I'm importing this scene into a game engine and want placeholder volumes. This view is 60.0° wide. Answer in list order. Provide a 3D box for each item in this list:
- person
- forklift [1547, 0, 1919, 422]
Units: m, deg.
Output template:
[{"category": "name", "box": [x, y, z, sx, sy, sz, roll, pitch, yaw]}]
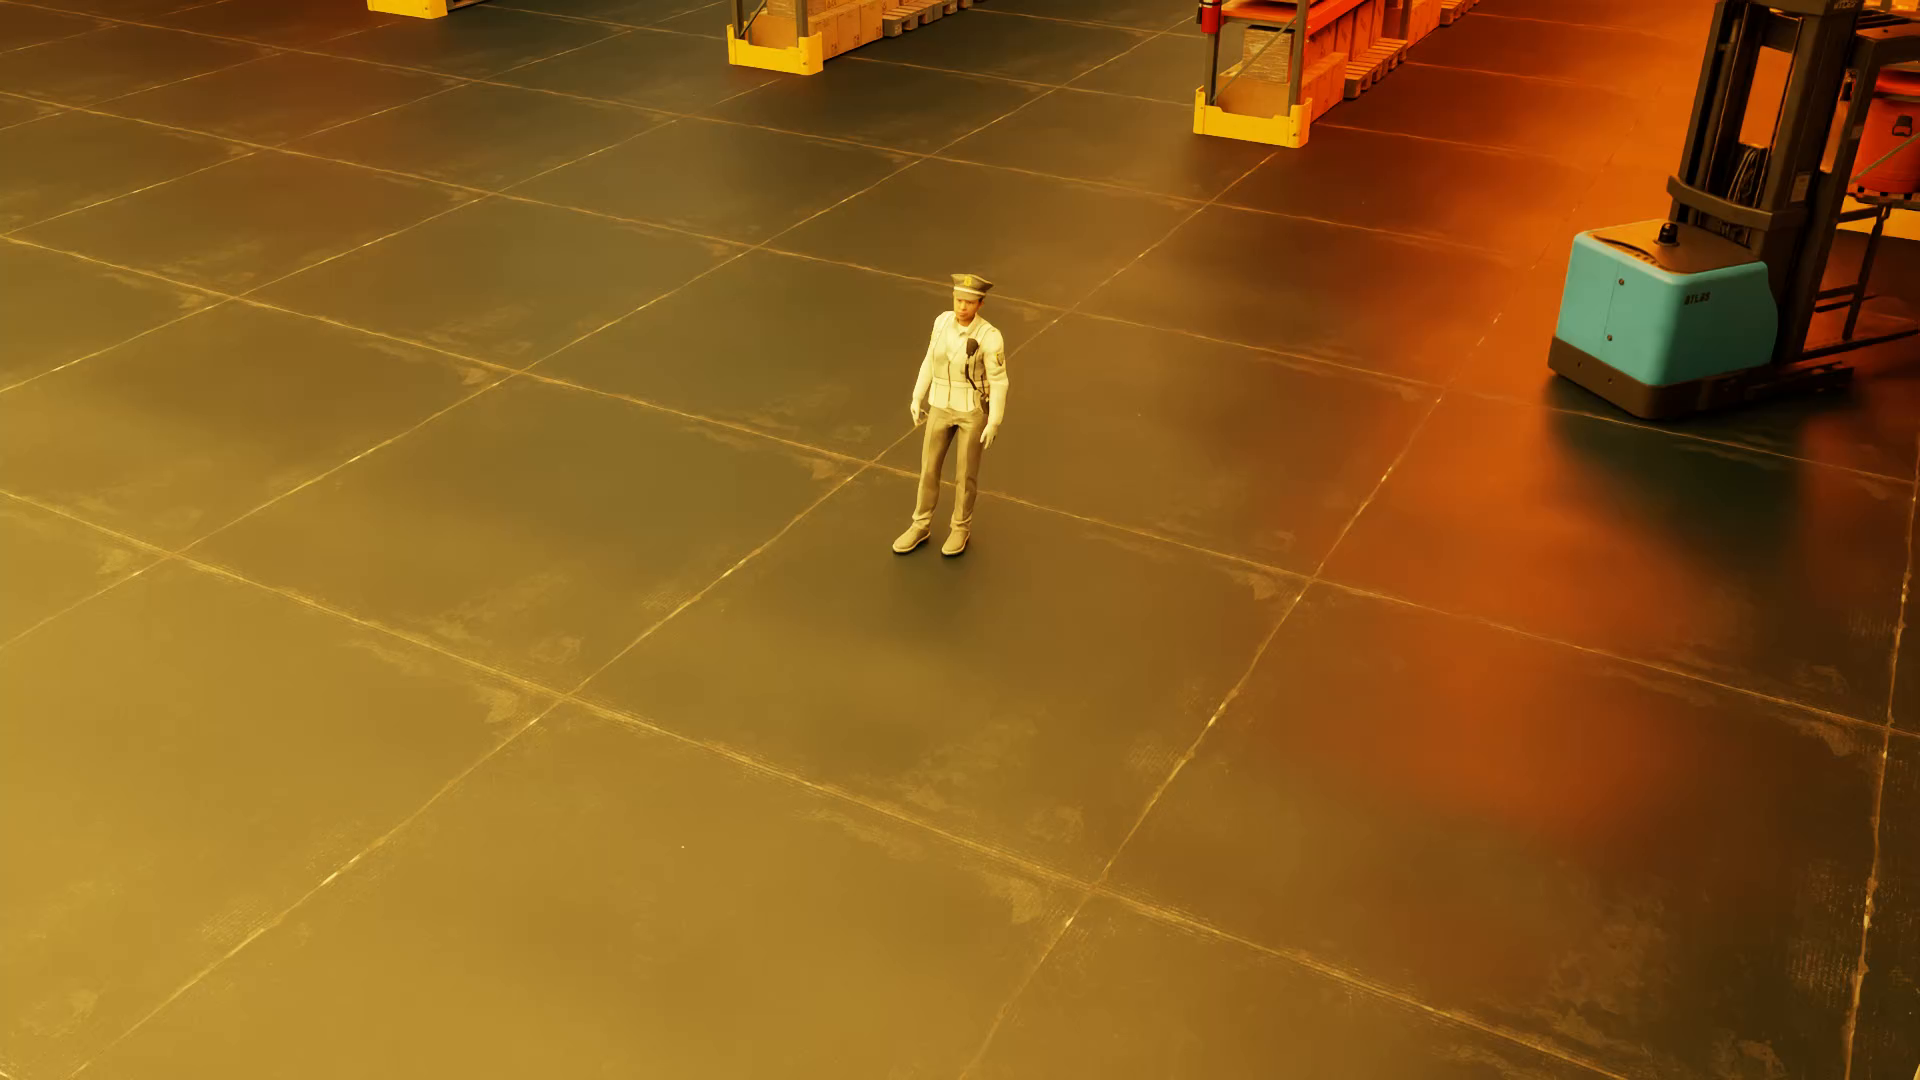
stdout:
[{"category": "person", "box": [-0.040, -0.712, 9.526, 0.586, 1.694, 0.530, 15, 33, 25]}, {"category": "forklift", "box": [5.818, -2.550, 11.489, 3.031, 2.935, 1.130, -12, 32, -20]}]
